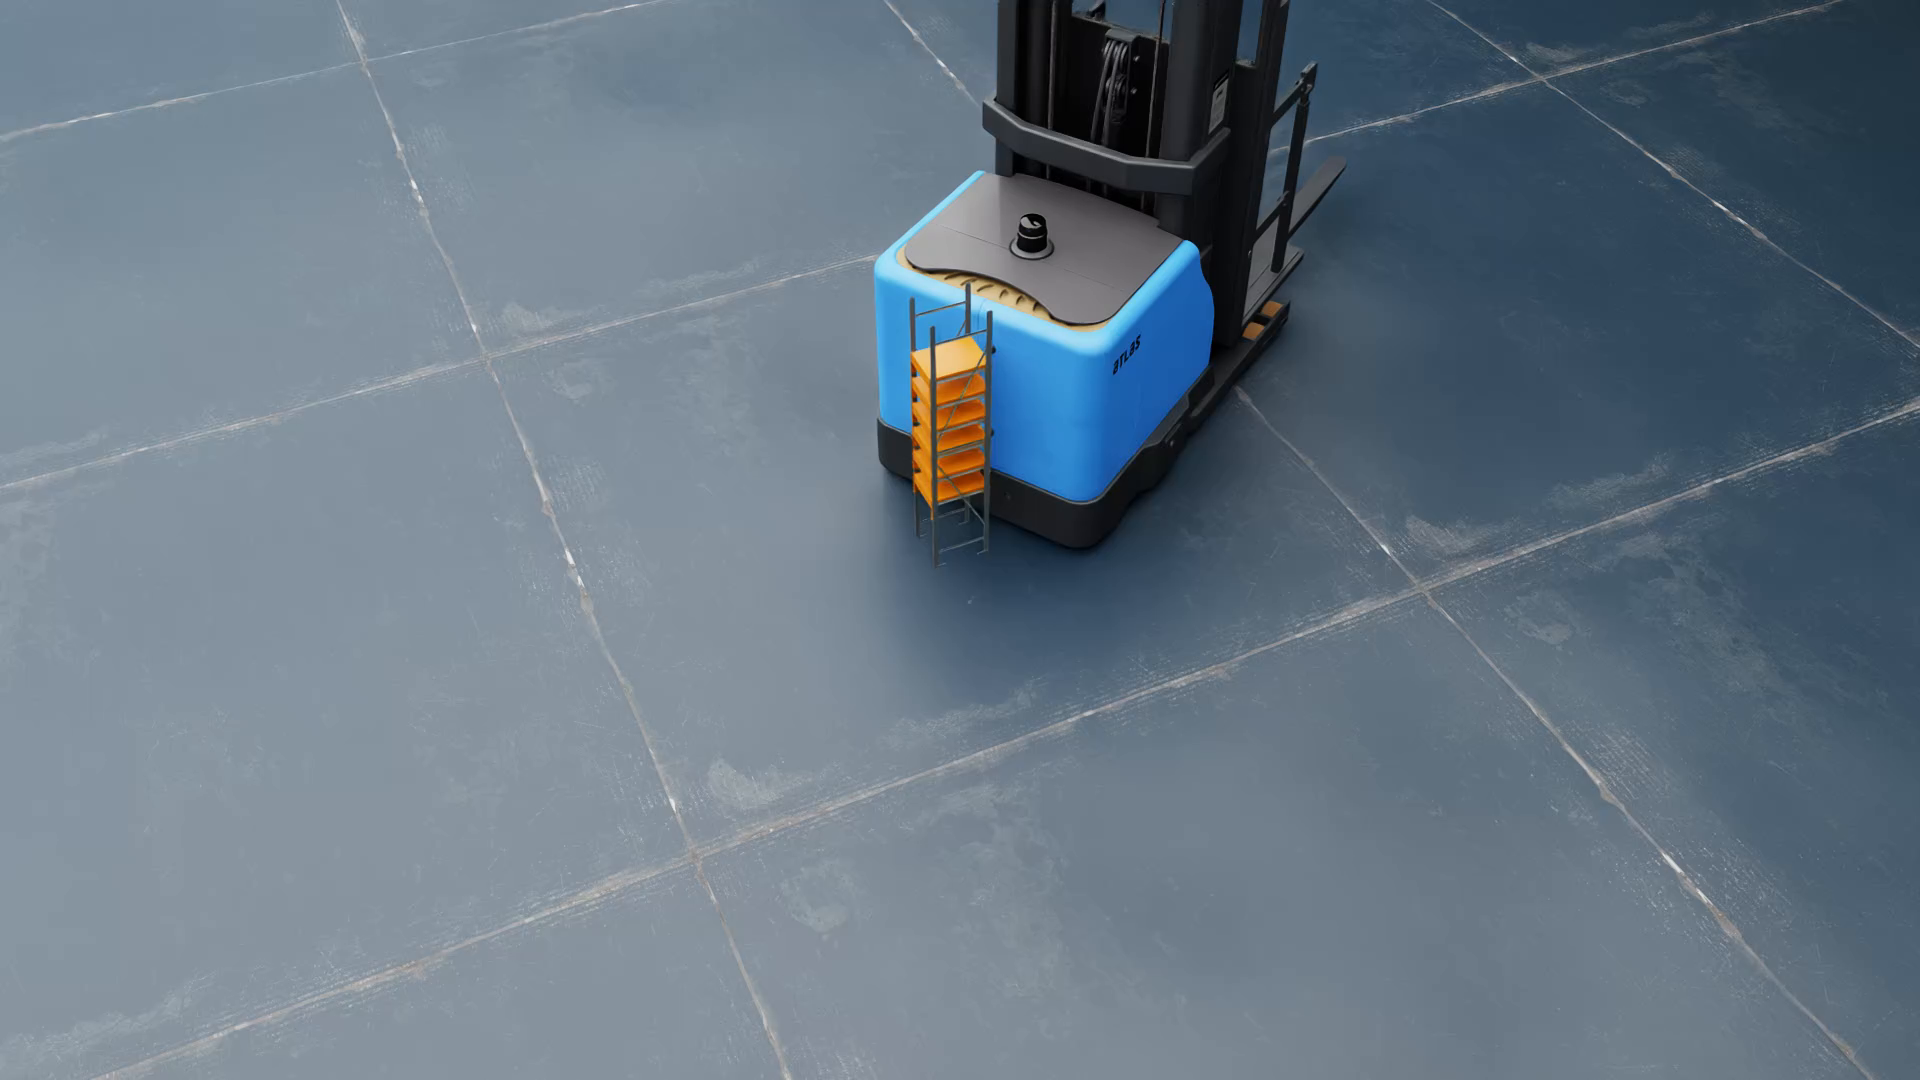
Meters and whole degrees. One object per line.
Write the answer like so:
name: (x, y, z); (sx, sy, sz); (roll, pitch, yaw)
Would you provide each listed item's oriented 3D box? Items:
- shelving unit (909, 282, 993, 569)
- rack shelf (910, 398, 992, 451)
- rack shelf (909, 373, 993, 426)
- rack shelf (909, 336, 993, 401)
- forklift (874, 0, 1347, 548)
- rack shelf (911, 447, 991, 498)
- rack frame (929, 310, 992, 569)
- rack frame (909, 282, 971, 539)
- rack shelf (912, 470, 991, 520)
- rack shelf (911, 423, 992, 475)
shelving unit: (-0.033, -0.407, 6.309); (0.258, 1.200, 0.189); (-17, 47, -17)
rack shelf: (-0.033, -0.461, 6.256); (0.258, 0.103, 0.180); (-17, 47, -17)
rack shelf: (-0.033, -0.547, 6.171); (0.258, 0.103, 0.180); (-17, 47, -17)
rack shelf: (-0.033, -0.632, 6.087); (0.258, 0.103, 0.180); (-17, 47, -17)
forklift: (0.864, -2.028, 6.719); (1.130, 2.935, 3.031); (24, 49, 22)
rack shelf: (-0.033, -0.290, 6.424); (0.258, 0.103, 0.180); (-17, 47, -17)
rack frame: (0.004, -0.349, 6.249); (0.240, 1.200, 0.006); (-17, 47, -17)
rack frame: (-0.071, -0.466, 6.368); (0.240, 1.200, 0.006); (-17, 47, -17)
rack shelf: (-0.033, -0.205, 6.508); (0.258, 0.103, 0.180); (-17, 47, -17)
rack shelf: (-0.033, -0.376, 6.340); (0.258, 0.103, 0.180); (-17, 47, -17)
